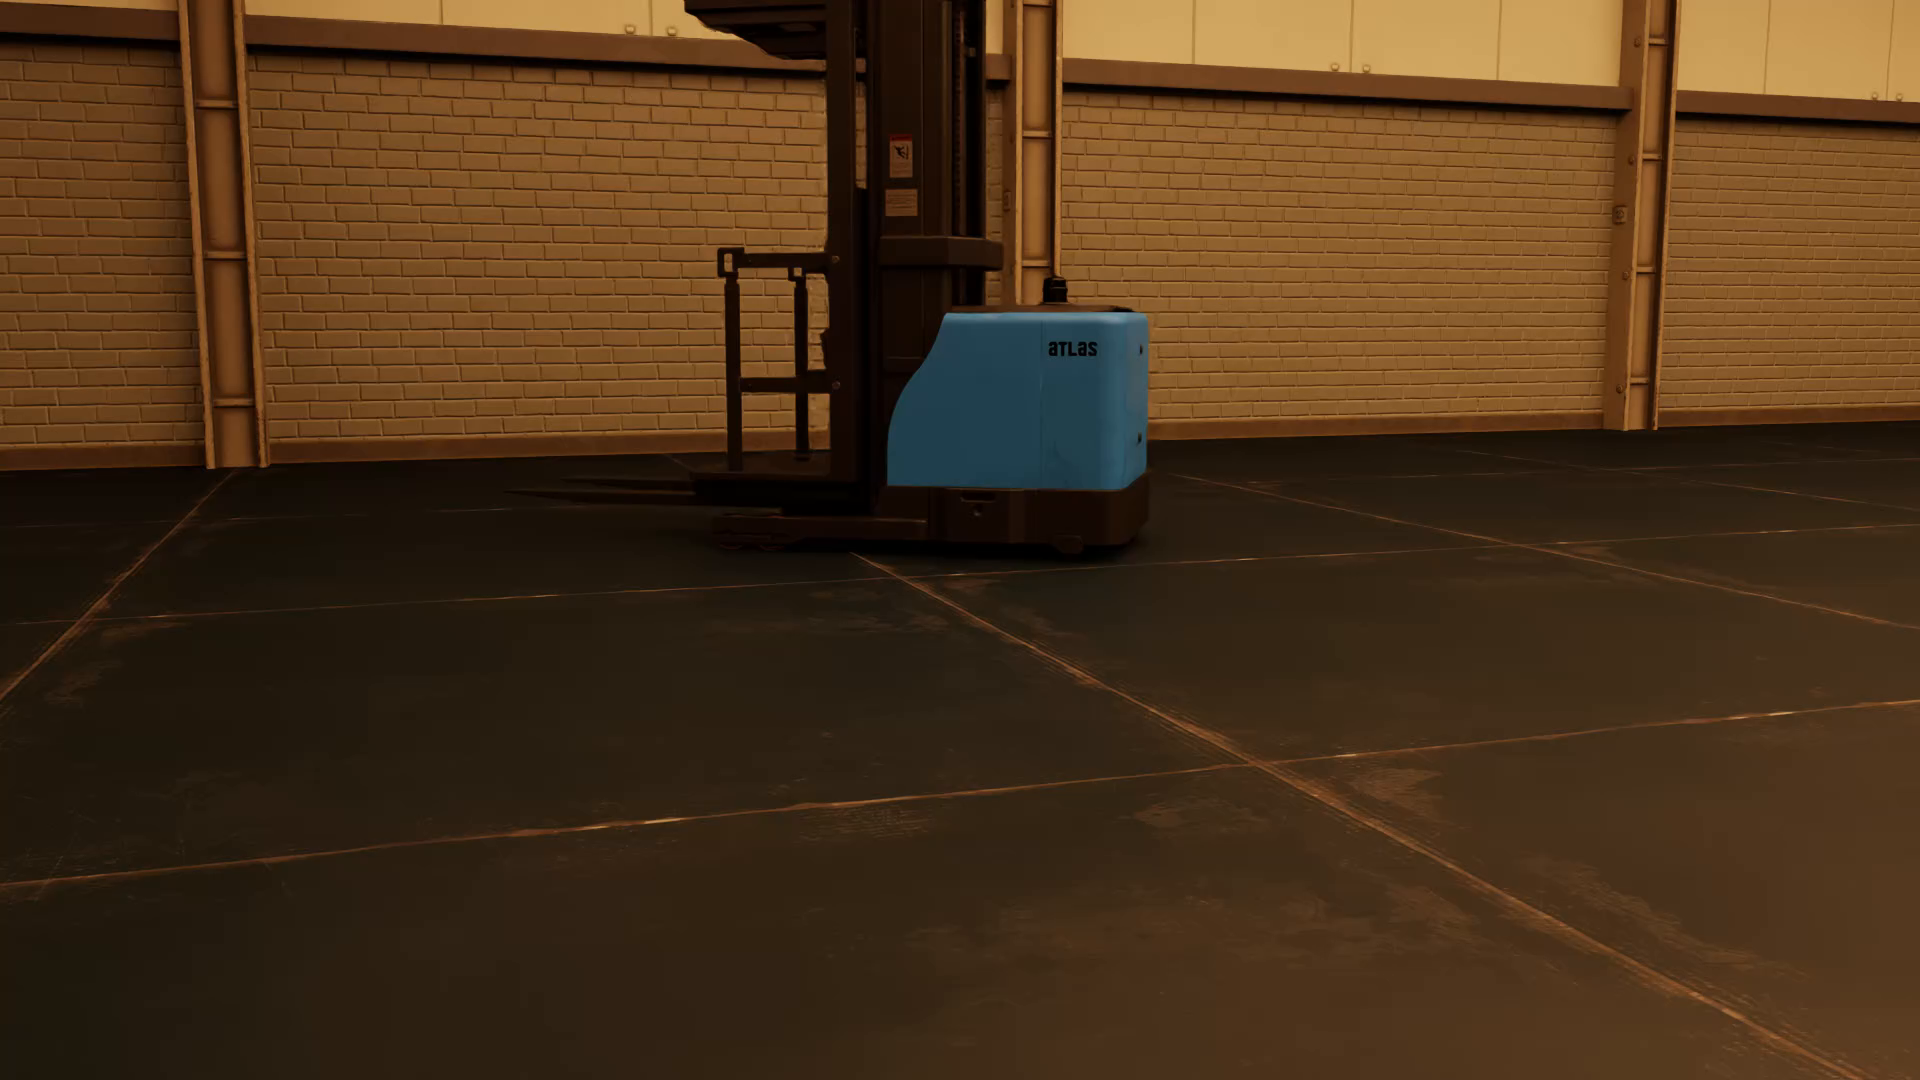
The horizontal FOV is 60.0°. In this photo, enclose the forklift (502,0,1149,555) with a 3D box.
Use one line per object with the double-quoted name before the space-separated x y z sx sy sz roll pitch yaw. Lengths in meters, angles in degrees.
"forklift" -0.655 -1.466 7.829 3.031 2.935 1.130 2 8 13
